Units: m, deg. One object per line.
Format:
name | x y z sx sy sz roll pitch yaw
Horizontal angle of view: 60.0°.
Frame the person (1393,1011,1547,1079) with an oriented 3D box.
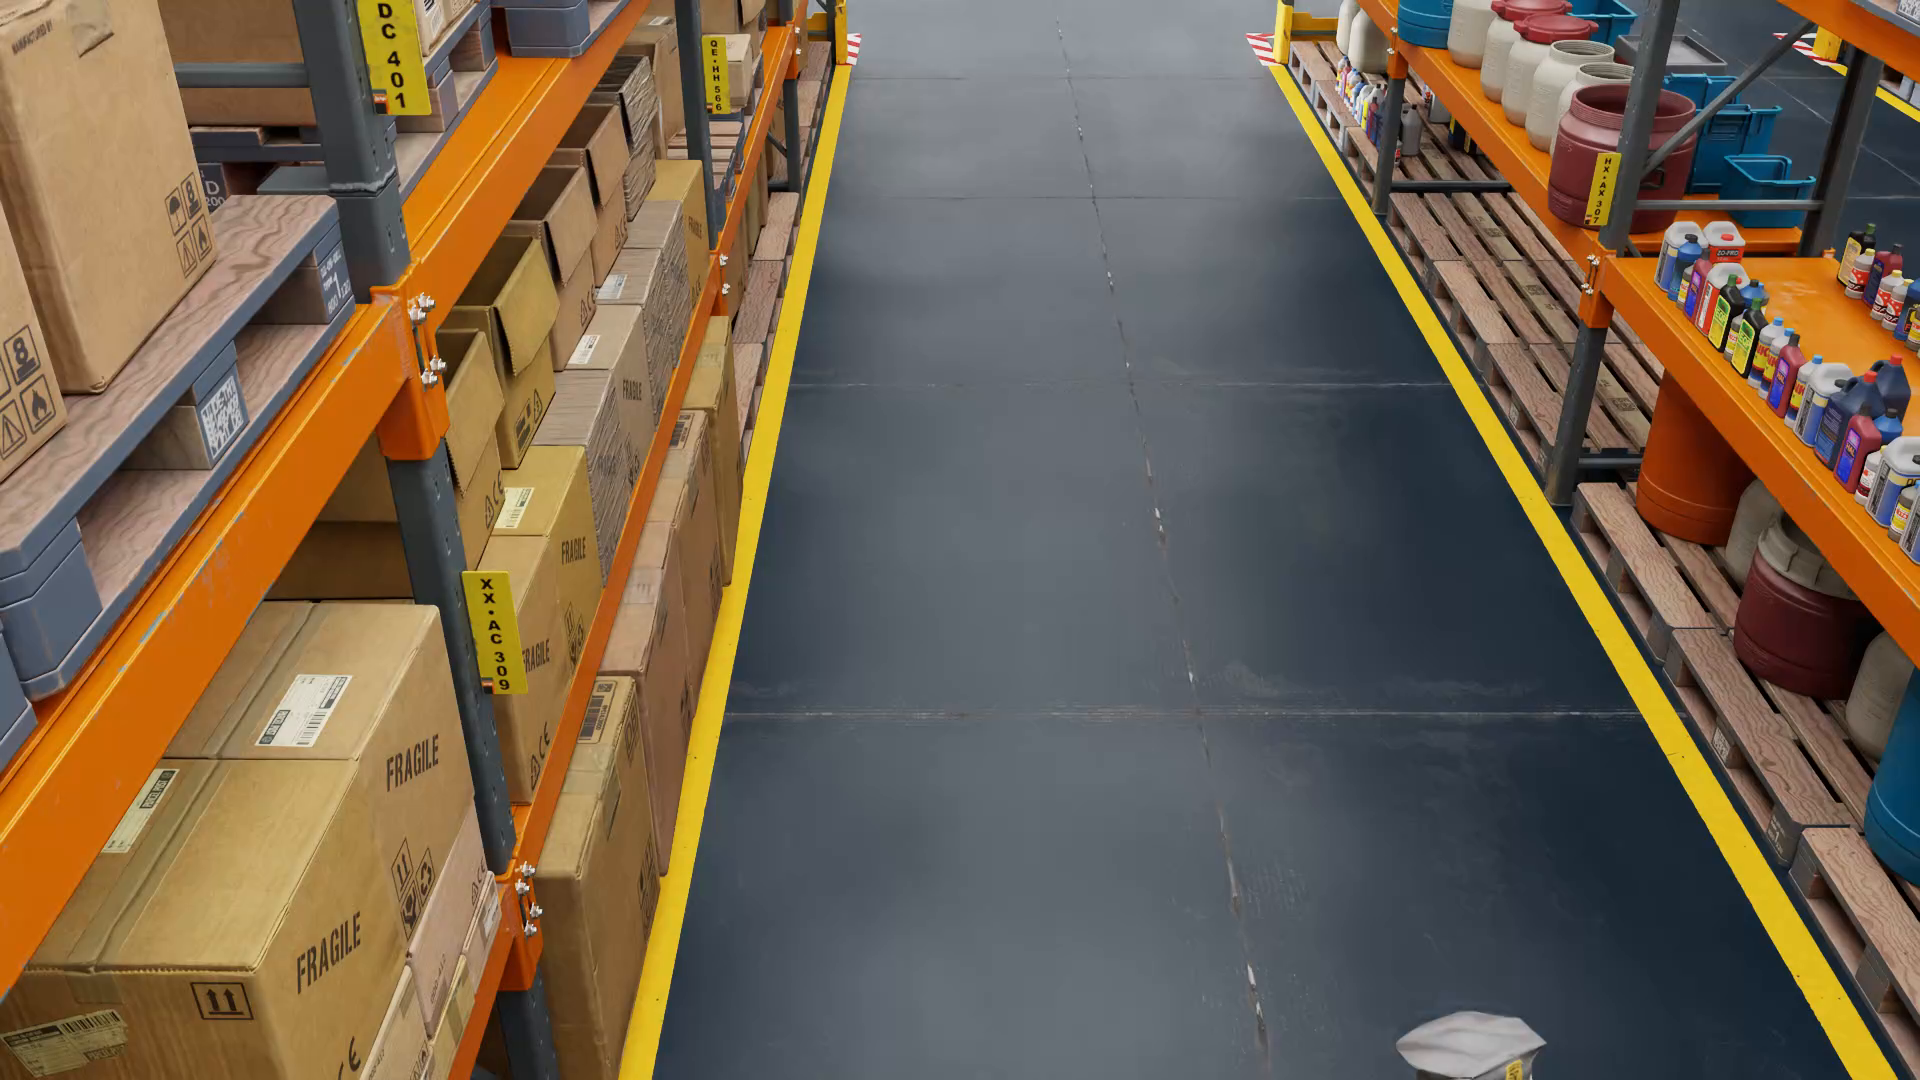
person | 0.940 1.646 3.352 0.555 1.782 0.484 -8 32 -13
